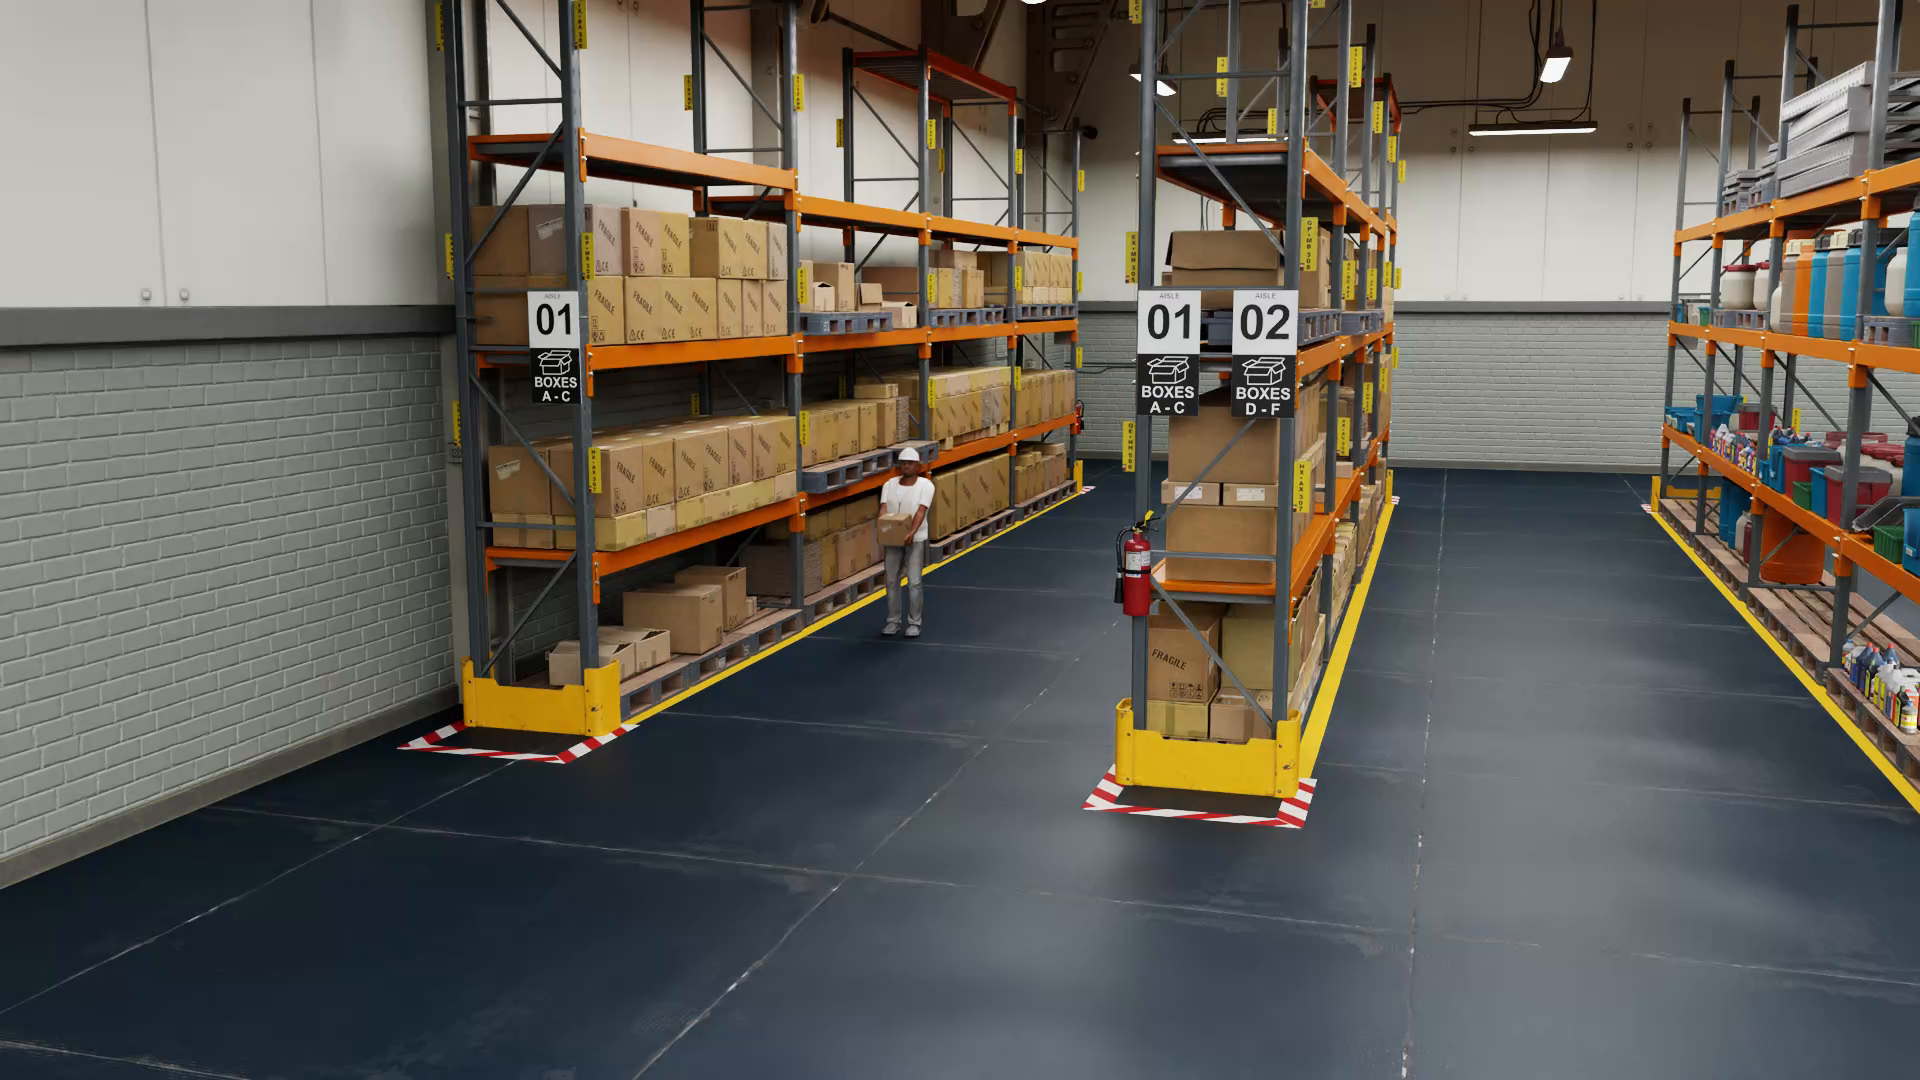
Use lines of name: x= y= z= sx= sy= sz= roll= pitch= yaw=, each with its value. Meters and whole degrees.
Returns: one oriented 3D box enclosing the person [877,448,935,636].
person: x=-0.531 y=0.026 z=15.592 sx=0.504 sy=1.760 sz=0.585 roll=3 pitch=9 yaw=17
